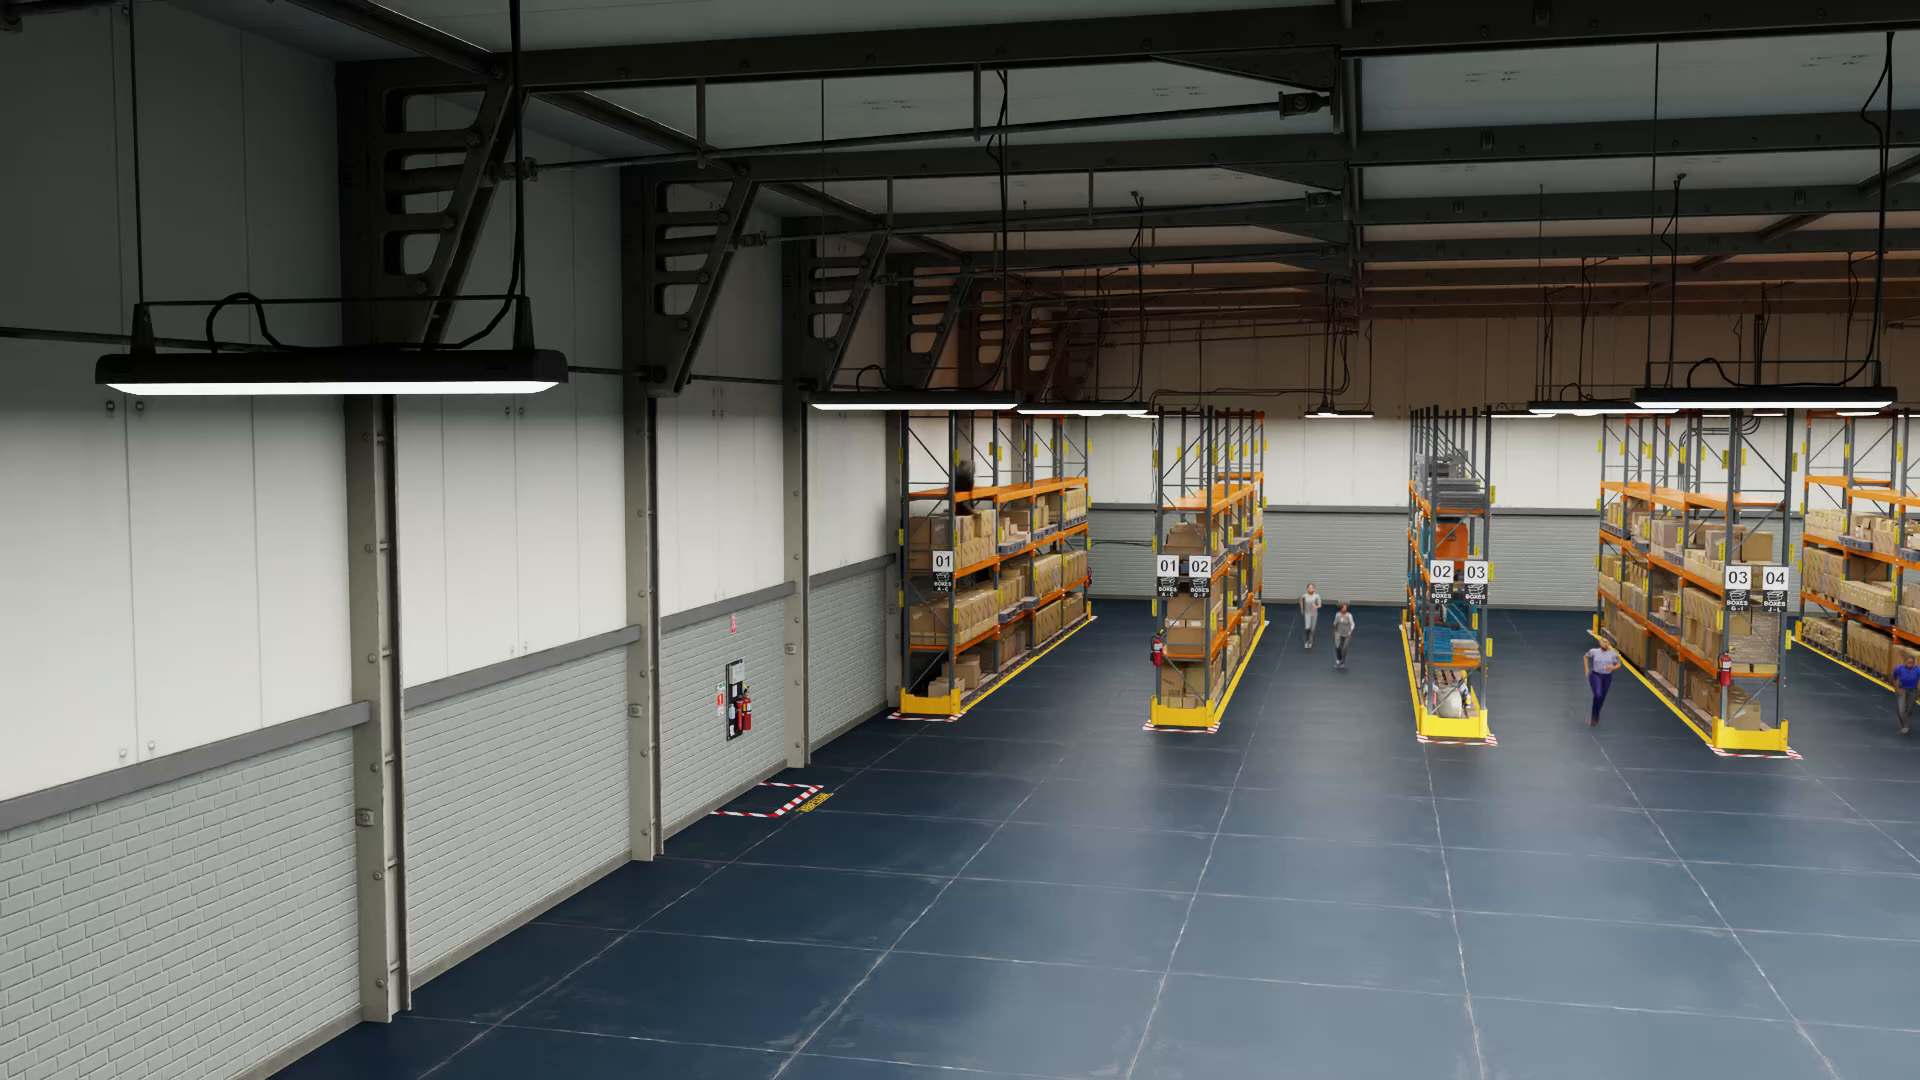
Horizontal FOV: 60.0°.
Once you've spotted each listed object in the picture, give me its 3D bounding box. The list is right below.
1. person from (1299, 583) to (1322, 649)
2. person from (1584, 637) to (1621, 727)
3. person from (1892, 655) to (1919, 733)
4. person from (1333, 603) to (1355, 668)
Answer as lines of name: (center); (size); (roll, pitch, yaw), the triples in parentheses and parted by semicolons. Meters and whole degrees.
person: (8.773, 1.902, 41.600); (0.533, 1.646, 0.660); (1, 4, 7)
person: (12.127, 2.655, 31.404); (0.586, 1.687, 0.699); (0, 4, 0)
person: (17.384, 2.812, 30.465); (0.586, 1.471, 0.842); (2, 4, 23)
person: (8.815, 2.199, 38.240); (0.518, 1.545, 0.759); (1, 4, 17)
